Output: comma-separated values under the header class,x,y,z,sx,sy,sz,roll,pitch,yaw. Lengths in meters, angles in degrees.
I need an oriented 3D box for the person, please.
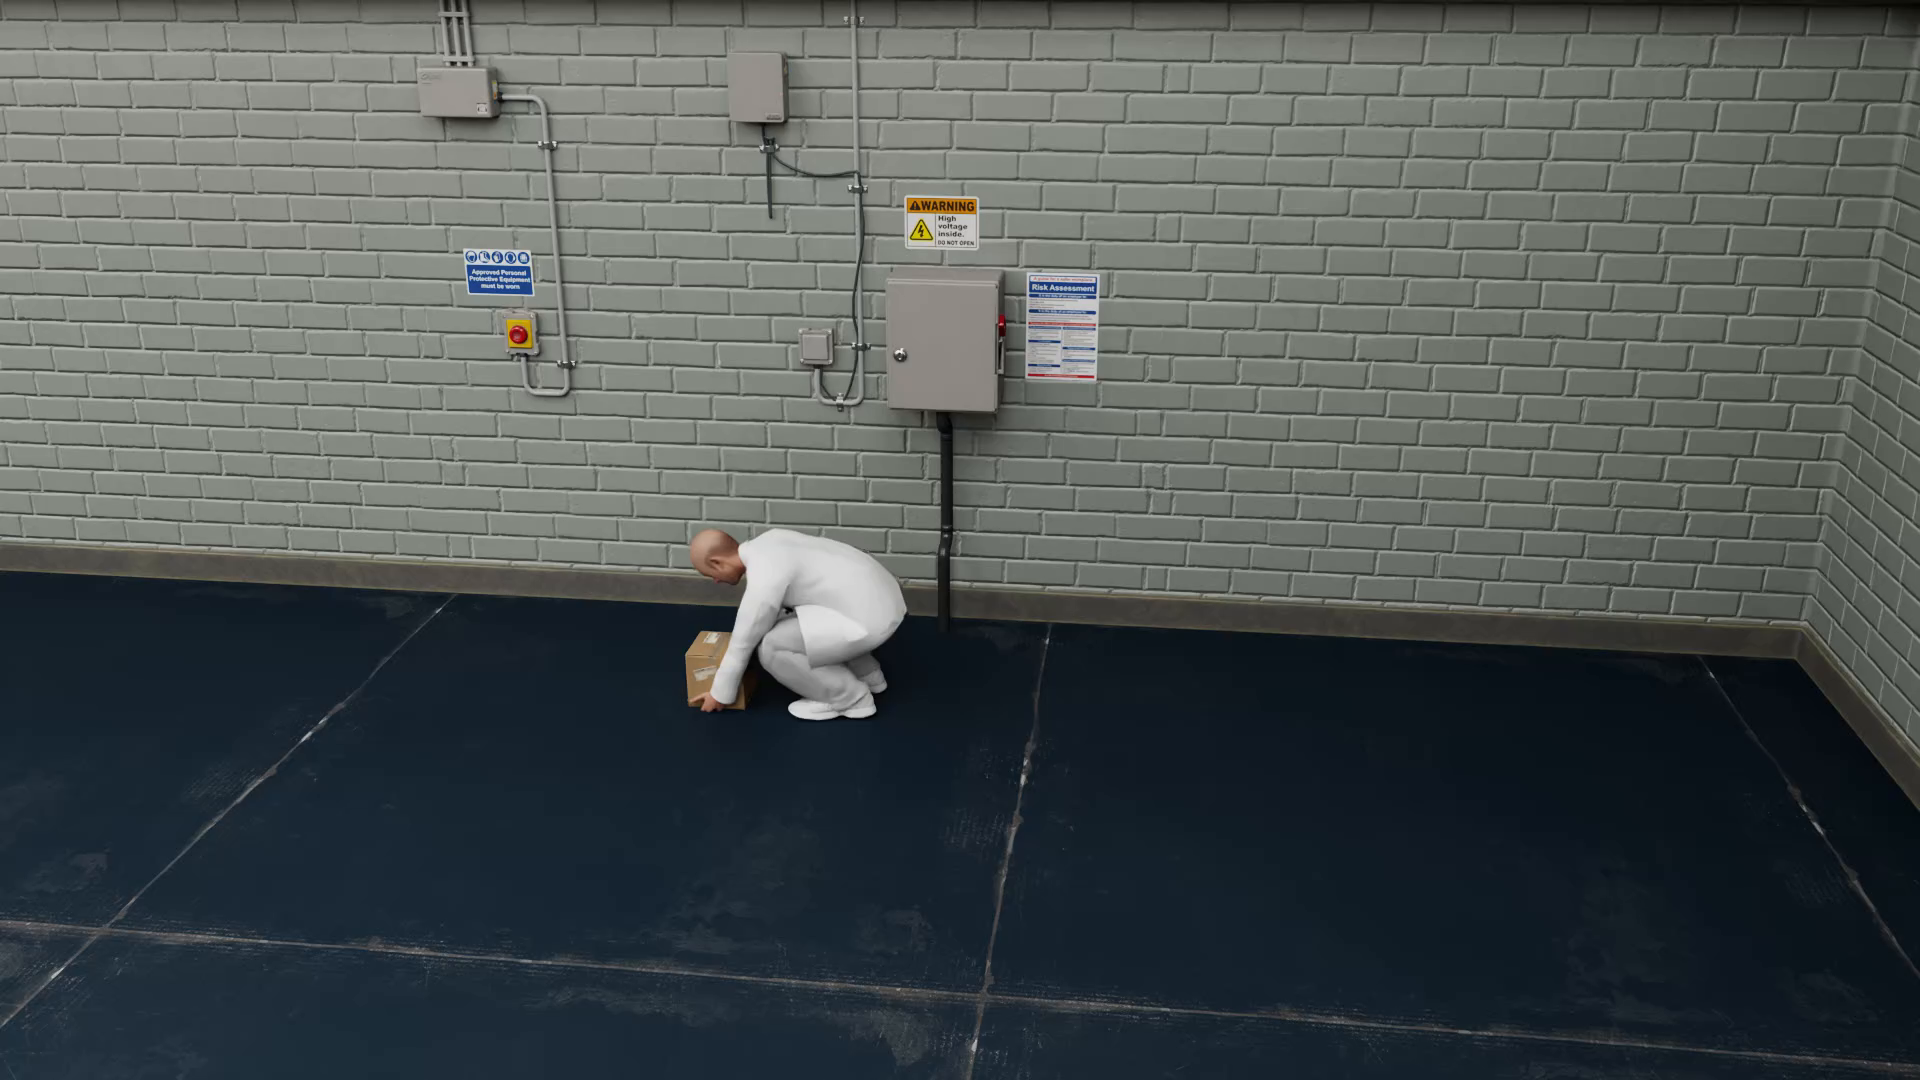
class,x,y,z,sx,sy,sz,roll,pitch,yaw
person,-0.691,0.363,7.137,0.922,0.883,0.581,2,21,6
